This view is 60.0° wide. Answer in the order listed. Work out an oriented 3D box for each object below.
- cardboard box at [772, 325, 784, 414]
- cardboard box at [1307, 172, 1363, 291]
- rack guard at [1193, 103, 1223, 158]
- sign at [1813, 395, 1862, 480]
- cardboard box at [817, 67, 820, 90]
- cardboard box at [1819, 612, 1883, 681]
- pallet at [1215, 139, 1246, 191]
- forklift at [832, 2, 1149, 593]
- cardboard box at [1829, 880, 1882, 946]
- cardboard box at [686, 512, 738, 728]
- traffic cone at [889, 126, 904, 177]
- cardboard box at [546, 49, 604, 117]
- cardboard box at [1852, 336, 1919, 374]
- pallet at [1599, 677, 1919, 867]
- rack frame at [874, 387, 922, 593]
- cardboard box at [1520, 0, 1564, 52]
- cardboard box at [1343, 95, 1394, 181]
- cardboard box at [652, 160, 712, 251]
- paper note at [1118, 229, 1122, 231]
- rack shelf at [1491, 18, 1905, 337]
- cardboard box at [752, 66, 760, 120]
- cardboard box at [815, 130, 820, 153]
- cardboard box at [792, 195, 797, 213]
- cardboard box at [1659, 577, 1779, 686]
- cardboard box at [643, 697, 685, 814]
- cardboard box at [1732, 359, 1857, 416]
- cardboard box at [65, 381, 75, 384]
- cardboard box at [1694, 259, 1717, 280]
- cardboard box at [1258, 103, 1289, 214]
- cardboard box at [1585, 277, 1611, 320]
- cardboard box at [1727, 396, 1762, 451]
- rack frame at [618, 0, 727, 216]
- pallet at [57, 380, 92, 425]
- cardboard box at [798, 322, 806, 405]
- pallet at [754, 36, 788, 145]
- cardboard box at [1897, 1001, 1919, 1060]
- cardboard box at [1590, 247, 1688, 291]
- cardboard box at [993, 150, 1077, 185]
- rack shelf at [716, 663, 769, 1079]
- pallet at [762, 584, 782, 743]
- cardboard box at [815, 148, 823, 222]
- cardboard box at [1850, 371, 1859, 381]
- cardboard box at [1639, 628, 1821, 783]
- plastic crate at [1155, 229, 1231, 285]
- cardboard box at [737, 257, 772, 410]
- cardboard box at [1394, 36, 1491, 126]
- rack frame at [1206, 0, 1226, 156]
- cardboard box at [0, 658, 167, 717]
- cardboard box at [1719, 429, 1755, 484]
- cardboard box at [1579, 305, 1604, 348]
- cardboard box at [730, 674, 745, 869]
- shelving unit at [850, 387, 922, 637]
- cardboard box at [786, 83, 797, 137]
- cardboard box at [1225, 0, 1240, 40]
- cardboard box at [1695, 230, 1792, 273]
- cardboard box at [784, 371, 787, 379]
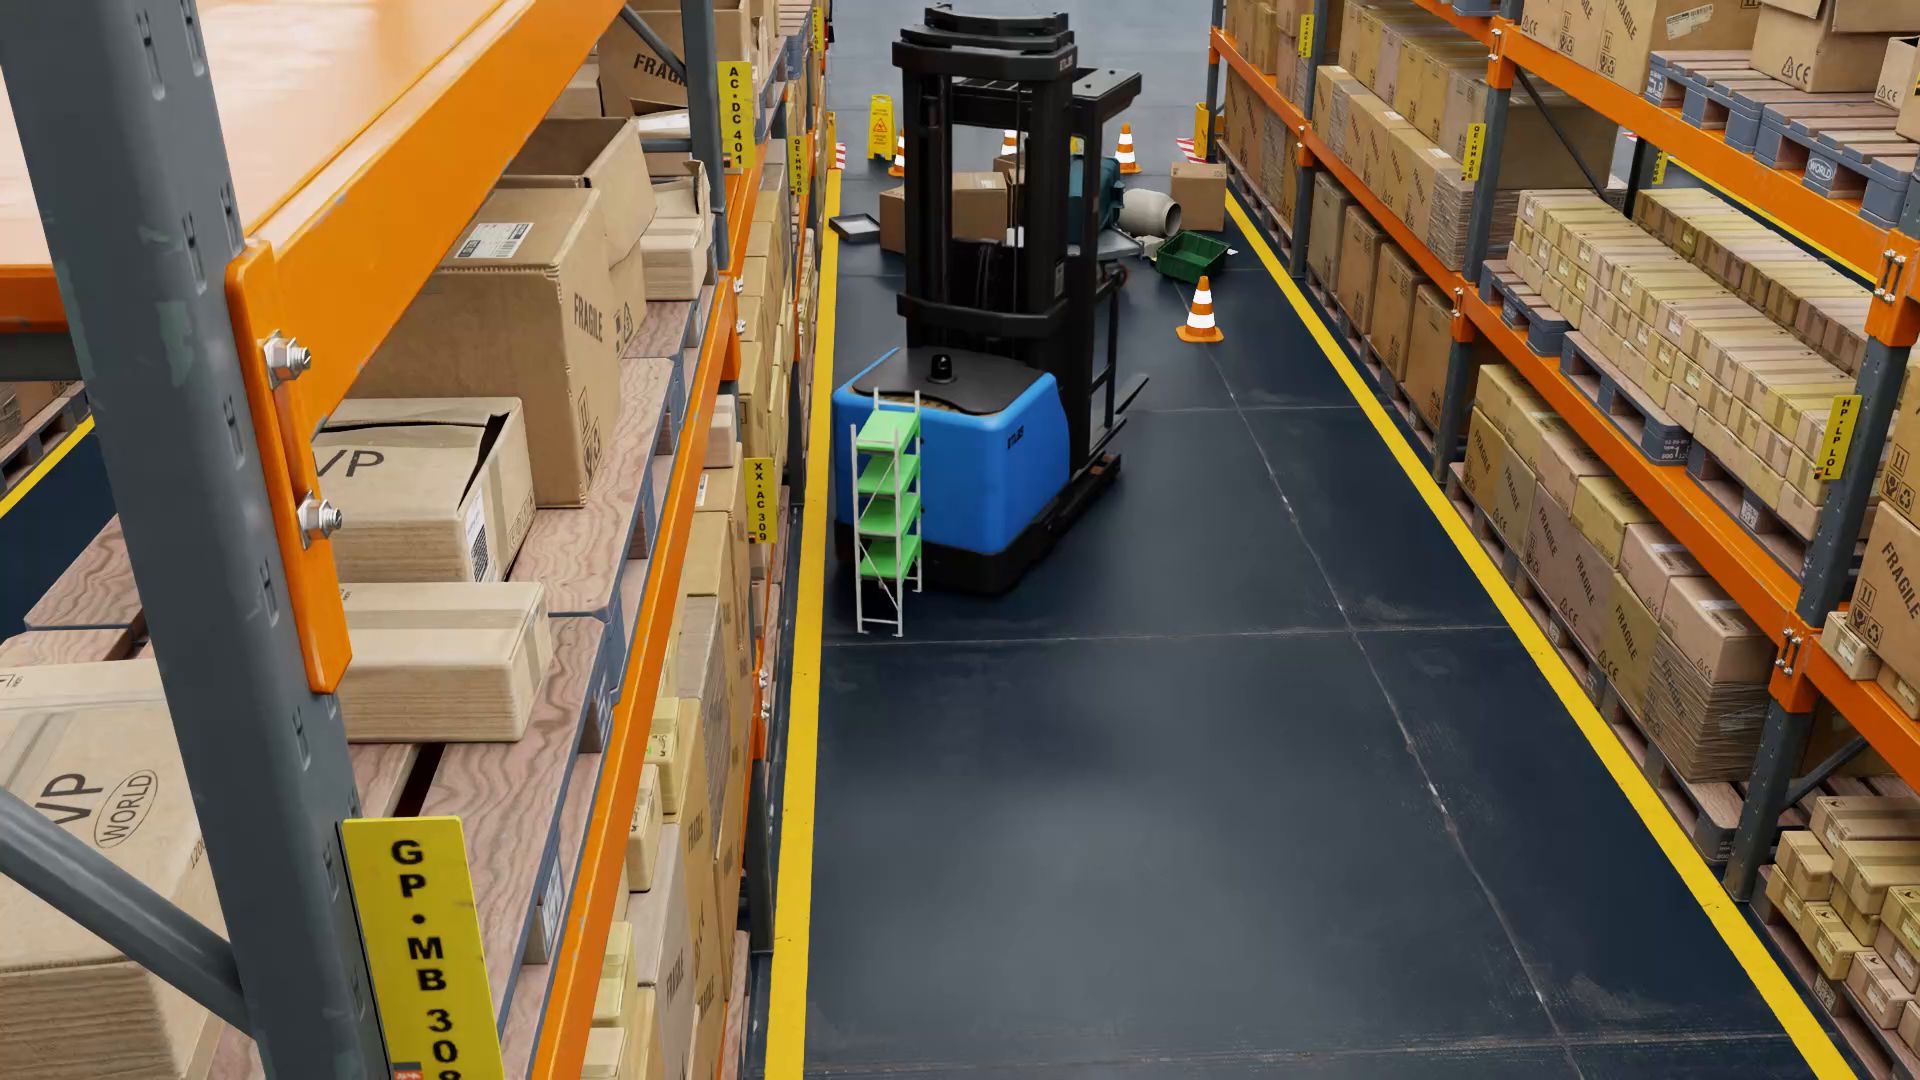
[{"bbox_3d":[-1.067,-0.773,7.611,0.500,0.250,0.500,-2,28,-4],"label":"cardboard box"},{"bbox_3d":[3.400,-2.466,13.213,1.050,0.750,0.750,-2,28,-3],"label":"cardboard box"},{"bbox_3d":[3.068,-4.312,17.476,1.175,0.500,0.348,-1,28,-3],"label":"rack guard"},{"bbox_3d":[3.142,-0.365,5.955,0.100,0.325,0.005,-1,28,-3],"label":"sign"},{"bbox_3d":[-1.413,-4.028,14.502,0.380,0.149,0.250,-1,28,-2],"label":"cardboard box"},{"bbox_3d":[3.384,0.383,6.044,0.380,0.149,0.250,0,28,-1],"label":"cardboard box"},{"bbox_3d":[3.189,-3.805,16.817,1.003,0.211,1.213,-1,28,-3],"label":"pallet"},{"bbox_3d":[0.364,-1.668,9.778,1.130,2.935,3.031,12,30,22],"label":"forklift"},{"bbox_3d":[3.498,1.369,6.189,0.380,0.149,0.250,-1,28,-2],"label":"cardboard box"},{"bbox_3d":[-0.923,0.257,4.824,0.500,0.500,0.500,-2,28,-3],"label":"cardboard box"},{"bbox_3d":[-0.558,-3.950,16.824,0.336,0.463,0.334,-1,28,-3],"label":"traffic cone"},{"bbox_3d":[-1.498,-1.580,5.934,0.500,0.311,0.500,-1,28,-3],"label":"cardboard box"},{"bbox_3d":[4.093,-0.761,7.140,0.380,0.149,0.250,-2,28,-3],"label":"cardboard box"},{"bbox_3d":[3.654,1.010,7.586,1.003,0.211,1.213,-1,28,-3],"label":"pallet"},{"bbox_3d":[-0.331,-0.254,8.940,0.240,1.200,0.015,5,28,10],"label":"rack frame"},{"bbox_3d":[3.251,-2.819,8.559,0.500,0.500,0.500,-1,28,-3],"label":"cardboard box"},{"bbox_3d":[3.088,-2.893,11.944,0.500,0.500,0.500,-2,28,-3],"label":"cardboard box"},{"bbox_3d":[-0.889,-0.915,4.599,0.396,0.266,0.258,-1,28,-1],"label":"cardboard box"},{"bbox_3d":[1.380,-2.825,15.141,0.172,0.023,0.155,8,29,15],"label":"paper note"},{"bbox_3d":[3.591,-1.802,7.495,1.077,0.370,4.000,-1,28,-3],"label":"rack shelf"},{"bbox_3d":[-0.959,-1.706,6.333,0.380,0.166,0.250,-3,28,-6],"label":"cardboard box"},{"bbox_3d":[-1.368,-3.321,13.880,0.380,0.149,0.250,-1,28,-2],"label":"cardboard box"},{"bbox_3d":[-1.225,-2.164,10.473,0.380,0.149,0.250,-1,28,-2],"label":"cardboard box"},{"bbox_3d":[3.405,0.385,7.207,0.500,0.250,0.500,-2,28,-4],"label":"cardboard box"},{"bbox_3d":[-0.814,0.483,3.689,0.380,0.149,0.250,-2,28,-4],"label":"cardboard box"},{"bbox_3d":[3.454,-0.630,6.888,0.380,0.149,0.250,-2,28,-4],"label":"cardboard box"},{"bbox_3d":[-6.504,-1.461,11.421,0.875,0.625,0.625,-2,28,-5],"label":"cardboard box"},{"bbox_3d":[4.012,-1.344,8.579,0.380,0.149,0.250,-1,28,-3],"label":"cardboard box"},{"bbox_3d":[3.264,-3.514,15.088,0.875,0.875,0.875,-1,28,-2],"label":"cardboard box"},{"bbox_3d":[3.371,-1.213,8.328,0.380,0.149,0.250,-1,28,-3],"label":"cardboard box"},{"bbox_3d":[3.453,-0.489,6.940,0.380,0.149,0.250,0,28,0],"label":"cardboard box"},{"bbox_3d":[-1.242,-2.361,4.546,1.000,3.000,0.127,-1,28,-3],"label":"rack frame"},{"bbox_3d":[-6.472,-1.133,11.695,1.003,0.211,1.213,-1,28,-3],"label":"pallet"},{"bbox_3d":[-1.517,-1.171,11.139,0.950,0.372,0.625,-2,28,-4],"label":"cardboard box"},{"bbox_3d":[-1.303,-1.982,7.267,1.003,0.211,1.213,0,28,0],"label":"pallet"},{"bbox_3d":[3.536,1.739,5.801,0.380,0.149,0.250,-2,28,-4],"label":"cardboard box"},{"bbox_3d":[3.372,-1.350,8.269,0.380,0.149,0.250,0,28,0],"label":"cardboard box"},{"bbox_3d":[0.751,-3.386,15.698,0.797,0.503,0.637,-23,35,-37],"label":"cardboard box"},{"bbox_3d":[-1.138,1.542,4.329,1.077,0.370,4.000,-1,28,-3],"label":"rack shelf"},{"bbox_3d":[-1.424,0.616,8.340,1.003,0.211,1.213,-1,28,-3],"label":"pallet"},{"bbox_3d":[-1.421,-2.974,13.917,0.500,0.500,0.500,0,28,0],"label":"cardboard box"},{"bbox_3d":[4.091,-0.626,7.202,0.380,0.149,0.250,-3,28,-5],"label":"cardboard box"},{"bbox_3d":[3.406,0.719,7.376,0.500,0.500,0.500,-2,28,-4],"label":"cardboard box"},{"bbox_3d":[1.961,-2.389,14.065,0.450,0.188,0.662,22,34,18],"label":"plastic crate"},{"bbox_3d":[-1.056,-0.865,6.975,0.500,0.500,0.500,-2,28,-4],"label":"cardboard box"},{"bbox_3d":[3.390,-3.116,11.292,0.700,0.500,0.500,-2,28,-3],"label":"cardboard box"},{"bbox_3d":[3.069,-5.409,16.877,1.000,3.000,0.127,-1,28,-3],"label":"rack frame"},{"bbox_3d":[-1.248,0.300,2.397,0.380,0.149,0.250,-3,28,-7],"label":"cardboard box"},{"bbox_3d":[3.452,-0.356,7.006,0.380,0.149,0.250,-1,28,-3],"label":"cardboard box"},{"bbox_3d":[3.369,-1.082,8.398,0.380,0.149,0.250,-1,28,-1],"label":"cardboard box"},{"bbox_3d":[-0.930,0.700,5.056,0.500,0.500,0.500,-2,28,-4],"label":"cardboard box"},{"bbox_3d":[-0.377,-0.143,8.727,0.258,1.200,0.503,5,28,10],"label":"shelving unit"},{"bbox_3d":[-1.312,-2.610,10.626,0.500,0.500,0.500,-1,28,-2],"label":"cardboard box"},{"bbox_3d":[3.134,-5.305,16.516,0.875,0.550,0.550,-1,28,-3],"label":"cardboard box"},{"bbox_3d":[4.013,-1.478,8.513,0.380,0.149,0.250,-1,28,-1],"label":"cardboard box"},{"bbox_3d":[-1.113,-0.786,8.175,0.500,0.250,0.500,-2,28,-3],"label":"cardboard box"}]
